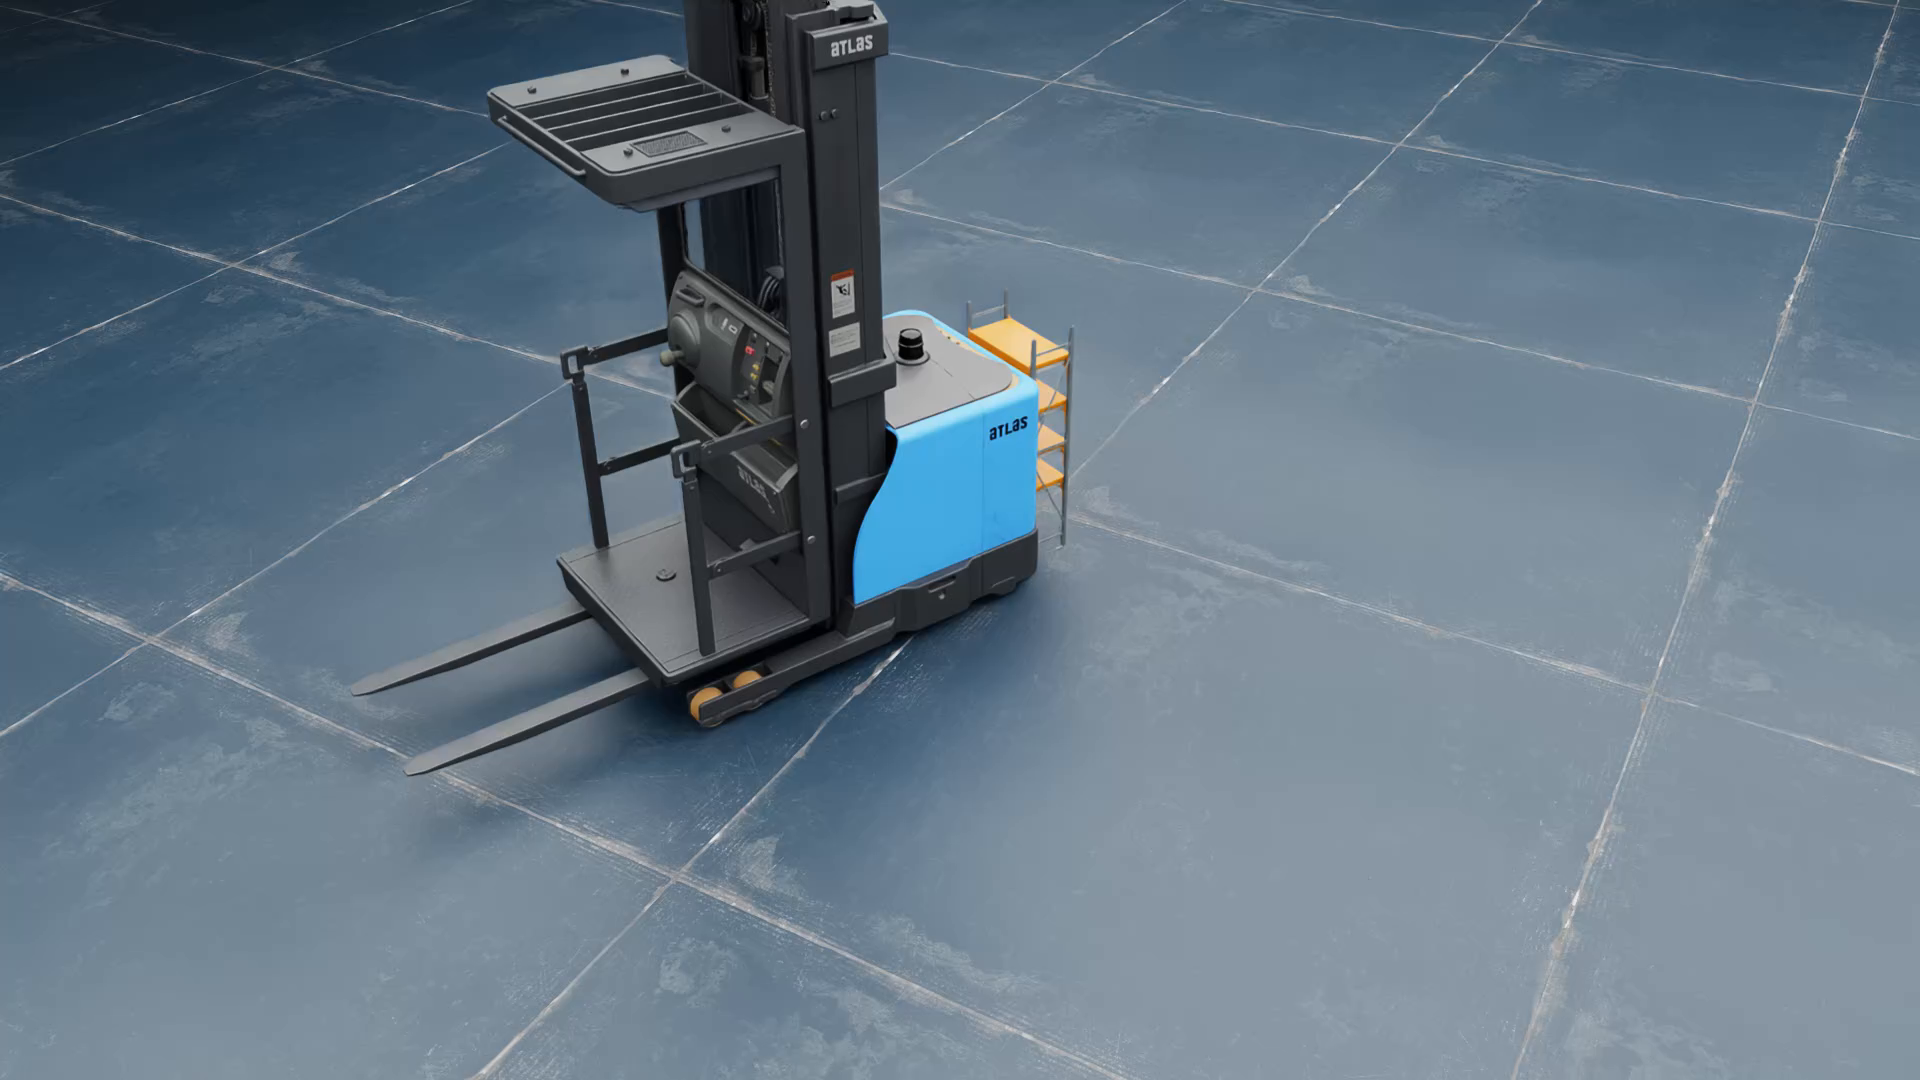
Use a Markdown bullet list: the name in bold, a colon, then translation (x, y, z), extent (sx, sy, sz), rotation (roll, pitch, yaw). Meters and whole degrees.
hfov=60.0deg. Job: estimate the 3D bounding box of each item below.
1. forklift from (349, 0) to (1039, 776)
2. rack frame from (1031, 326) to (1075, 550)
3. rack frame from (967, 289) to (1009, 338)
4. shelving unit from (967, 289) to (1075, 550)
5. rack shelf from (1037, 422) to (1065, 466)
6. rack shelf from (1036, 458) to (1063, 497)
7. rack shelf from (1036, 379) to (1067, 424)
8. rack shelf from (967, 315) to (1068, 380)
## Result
- **forklift**: translation (-1.124, -0.760, 6.746), extent (3.031, 2.935, 1.130), rotation (-22, 39, -29)
- **rack frame**: translation (0.420, -0.430, 7.813), extent (0.240, 1.200, 0.015), rotation (-22, 39, -29)
- **rack frame**: translation (0.133, -0.649, 8.142), extent (0.240, 1.200, 0.015), rotation (-22, 39, -29)
- **shelving unit**: translation (0.276, -0.539, 7.978), extent (0.258, 1.200, 0.503), rotation (-22, 39, -29)
- **rack shelf**: translation (0.276, -0.483, 8.015), extent (0.258, 0.148, 0.480), rotation (-22, 39, -29)
- **rack shelf**: translation (0.276, -0.318, 8.125), extent (0.258, 0.148, 0.480), rotation (-22, 39, -29)
- **rack shelf**: translation (0.276, -0.670, 7.891), extent (0.258, 0.148, 0.480), rotation (-22, 39, -29)
- **rack shelf**: translation (0.276, -0.867, 7.760), extent (0.258, 0.148, 0.480), rotation (-22, 39, -29)
